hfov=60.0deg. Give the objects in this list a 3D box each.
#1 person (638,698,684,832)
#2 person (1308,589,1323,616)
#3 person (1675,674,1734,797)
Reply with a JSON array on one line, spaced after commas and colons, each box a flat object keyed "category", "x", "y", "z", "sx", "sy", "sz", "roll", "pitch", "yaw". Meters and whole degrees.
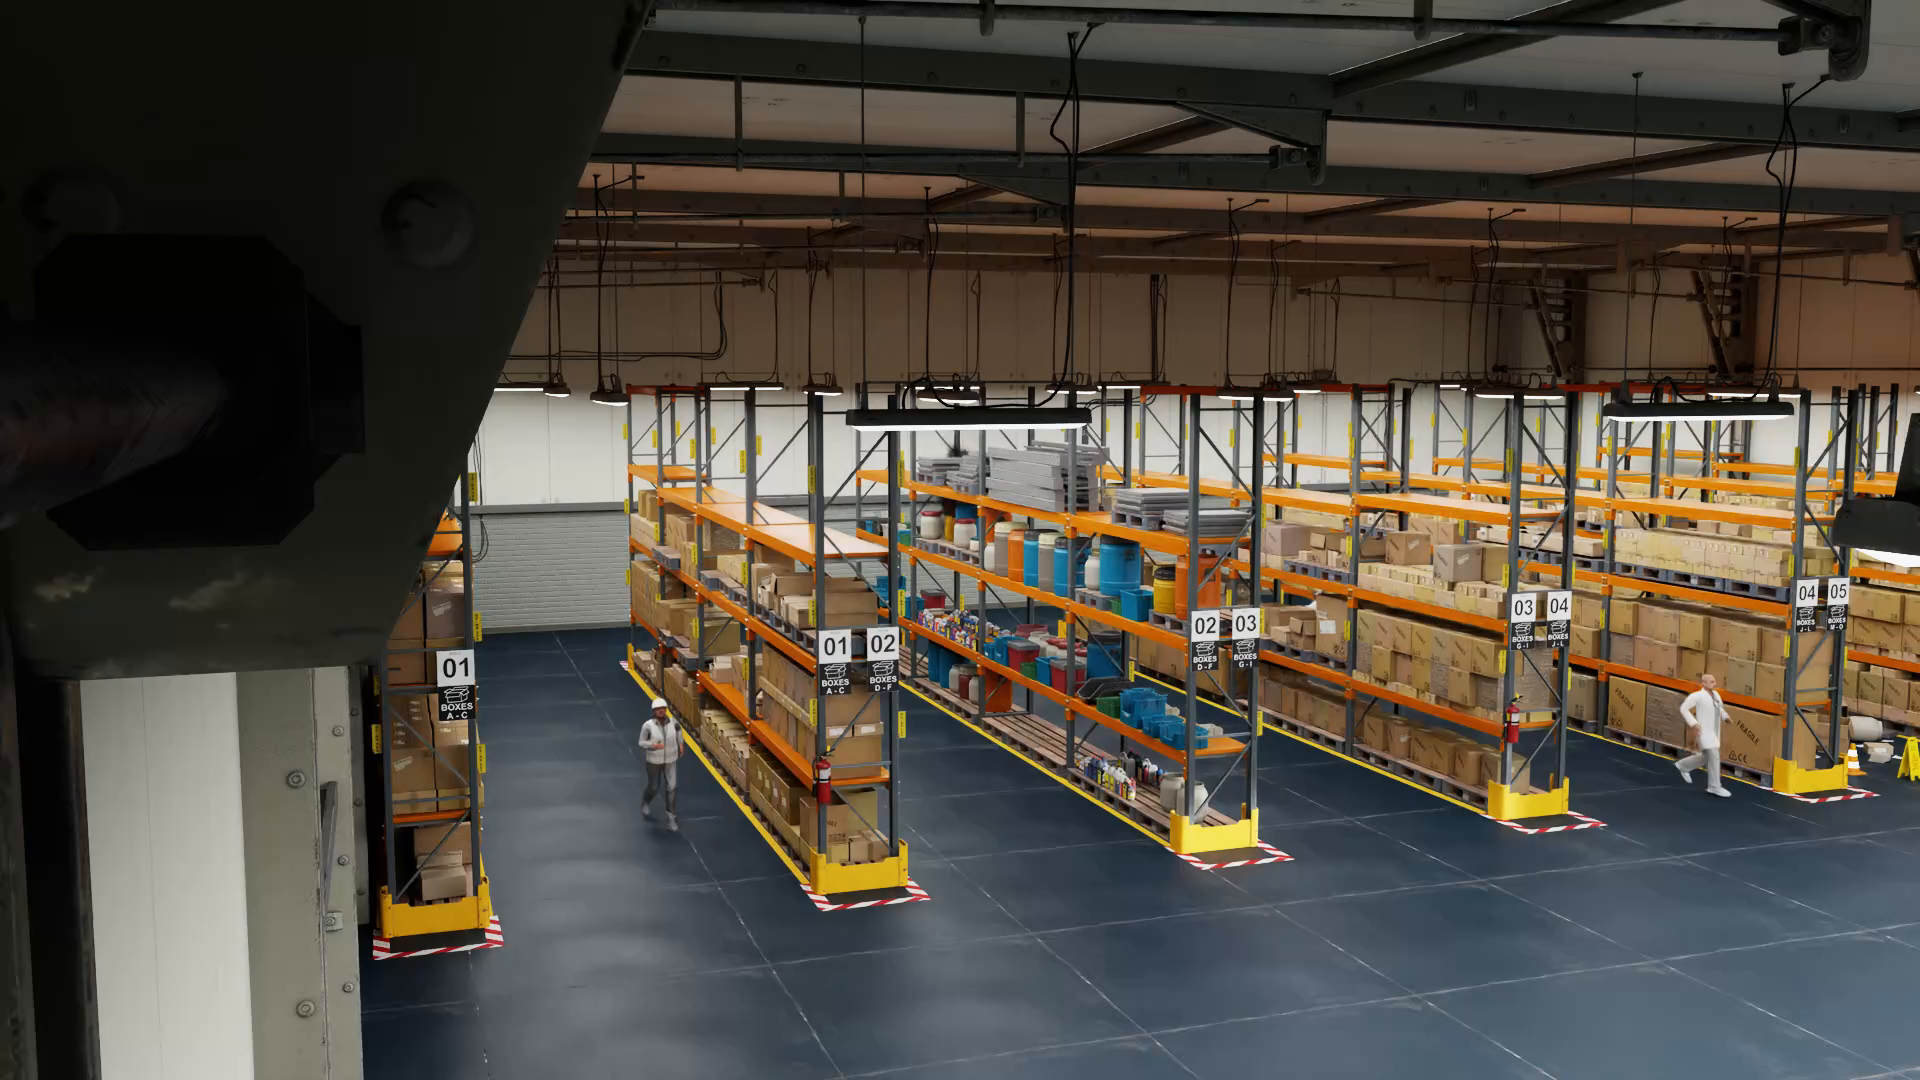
[{"category": "person", "x": -4.150, "y": 3.068, "z": 23.074, "sx": 0.665, "sy": 1.806, "sz": 0.954, "roll": -2, "pitch": 6, "yaw": -23}, {"category": "person", "x": 7.599, "y": 1.872, "z": 35.333, "sx": 0.588, "sy": 1.685, "sz": 0.768, "roll": -2, "pitch": 6, "yaw": -22}, {"category": "person", "x": 11.145, "y": 2.877, "z": 24.836, "sx": 0.730, "sy": 1.761, "sz": 0.922, "roll": -4, "pitch": 7, "yaw": -33}]
